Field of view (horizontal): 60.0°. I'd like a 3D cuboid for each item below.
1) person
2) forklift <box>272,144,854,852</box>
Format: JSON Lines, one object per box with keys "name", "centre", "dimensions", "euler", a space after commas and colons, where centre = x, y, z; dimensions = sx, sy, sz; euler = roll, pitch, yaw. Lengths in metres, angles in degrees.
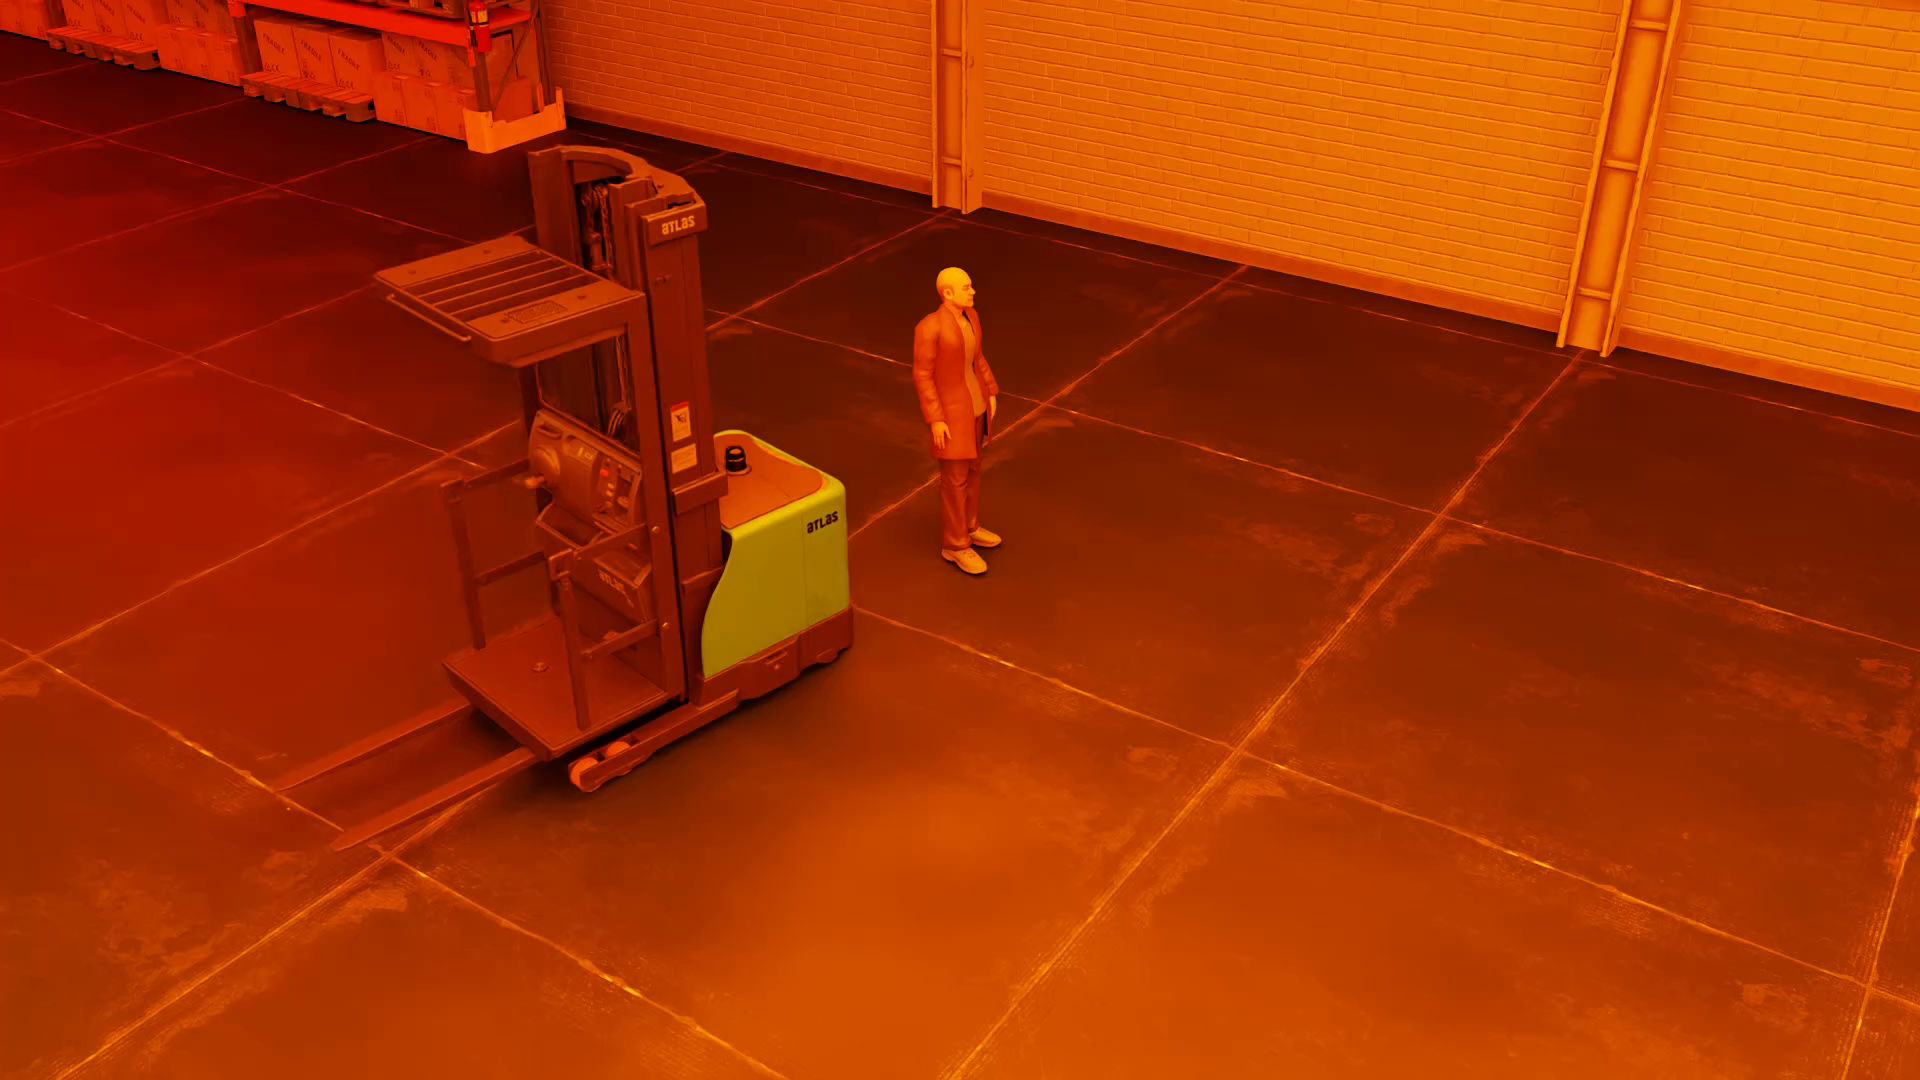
{"name": "person", "centre": [0.074, -0.747, 10.003], "dimensions": [0.579, 1.777, 0.696], "euler": [19, 35, 29]}
{"name": "forklift", "centre": [-2.005, -0.301, 8.100], "dimensions": [3.031, 2.935, 1.130], "euler": [-26, 39, -37]}
